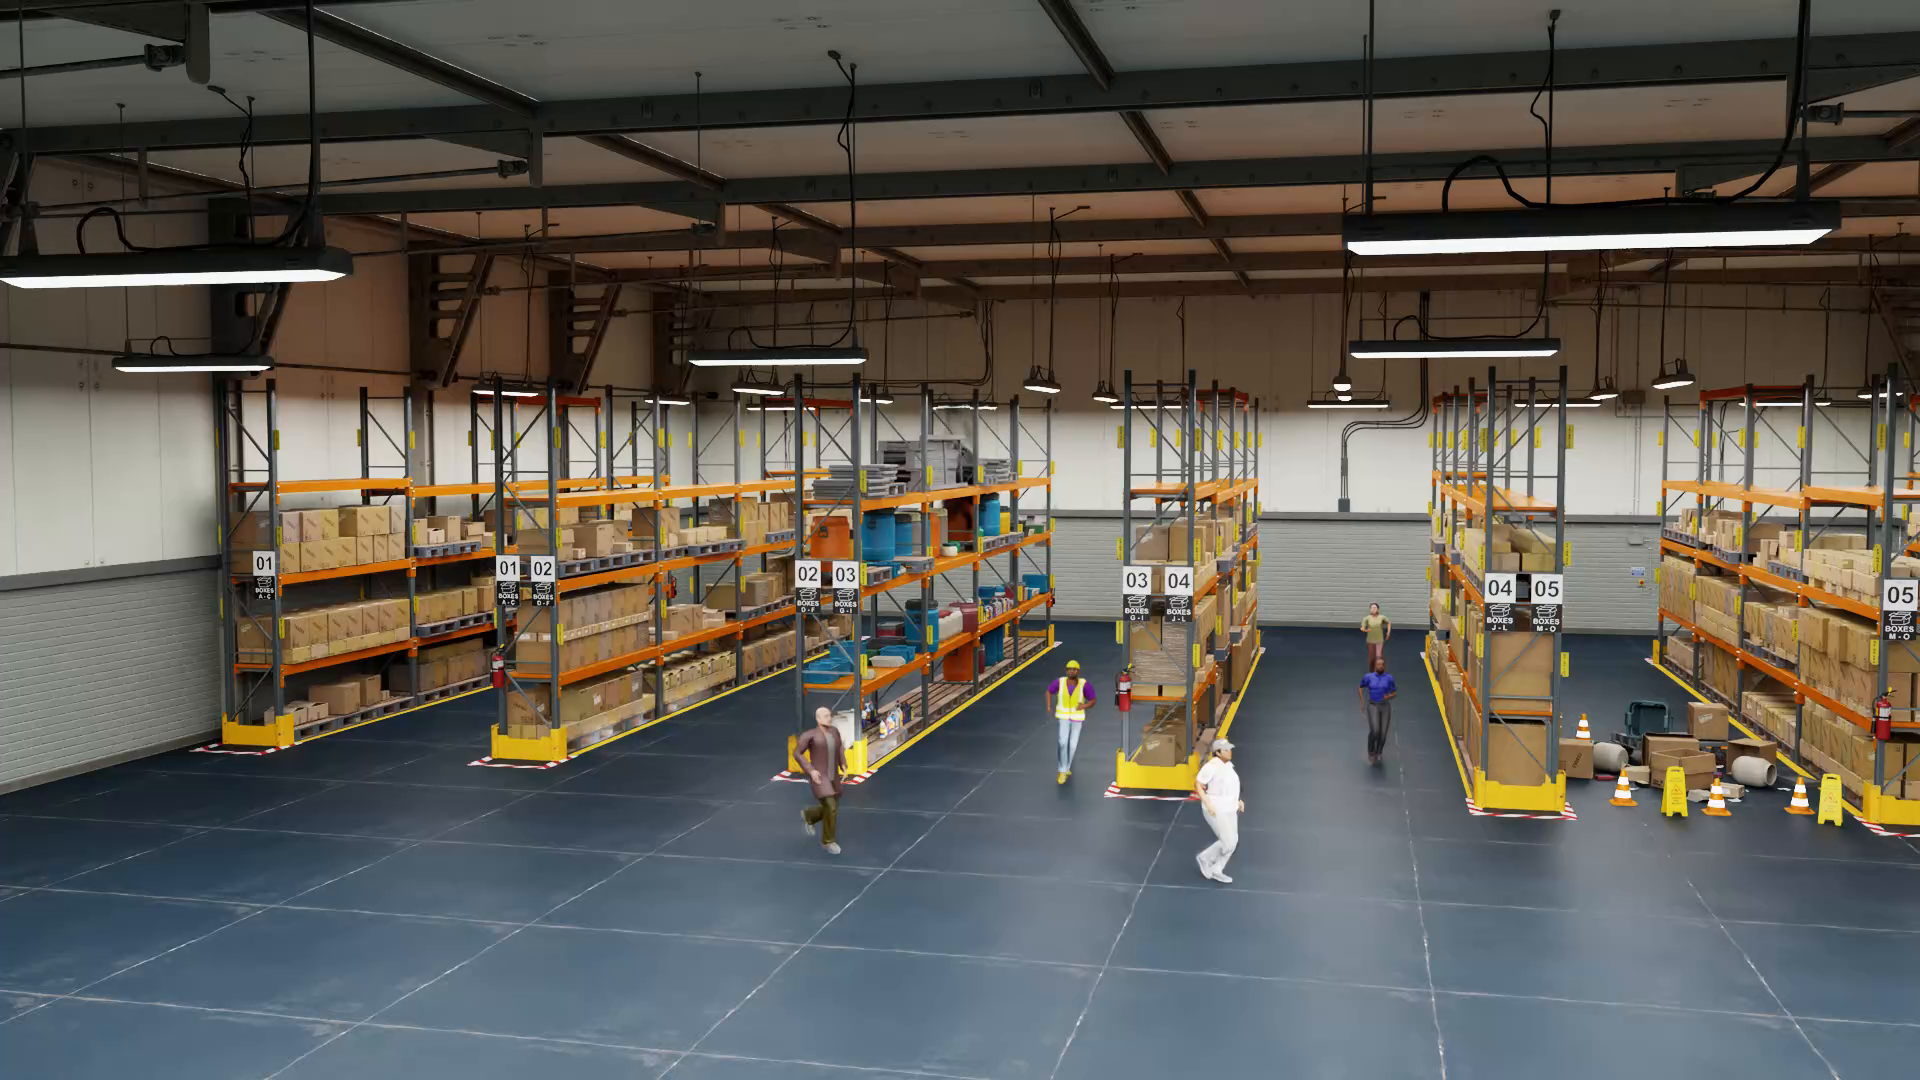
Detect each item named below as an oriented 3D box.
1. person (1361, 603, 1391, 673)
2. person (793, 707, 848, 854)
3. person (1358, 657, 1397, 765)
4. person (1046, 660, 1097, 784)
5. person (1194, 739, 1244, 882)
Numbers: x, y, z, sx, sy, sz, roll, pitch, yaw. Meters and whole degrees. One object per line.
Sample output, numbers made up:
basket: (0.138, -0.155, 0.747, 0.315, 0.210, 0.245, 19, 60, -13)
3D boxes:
person: (8.509, 2.131, 34.095, 0.577, 1.685, 0.886, 1, 4, 19)
person: (-1.718, 2.963, 20.394, 0.817, 1.660, 0.731, 3, 5, 42)
person: (6.458, 2.640, 25.665, 0.546, 1.653, 0.666, 0, 3, 2)
person: (1.639, 2.671, 24.448, 0.732, 1.833, 0.649, 0, 3, 2)
person: (2.957, 3.062, 18.822, 0.499, 1.632, 0.610, 3, 5, 41)
